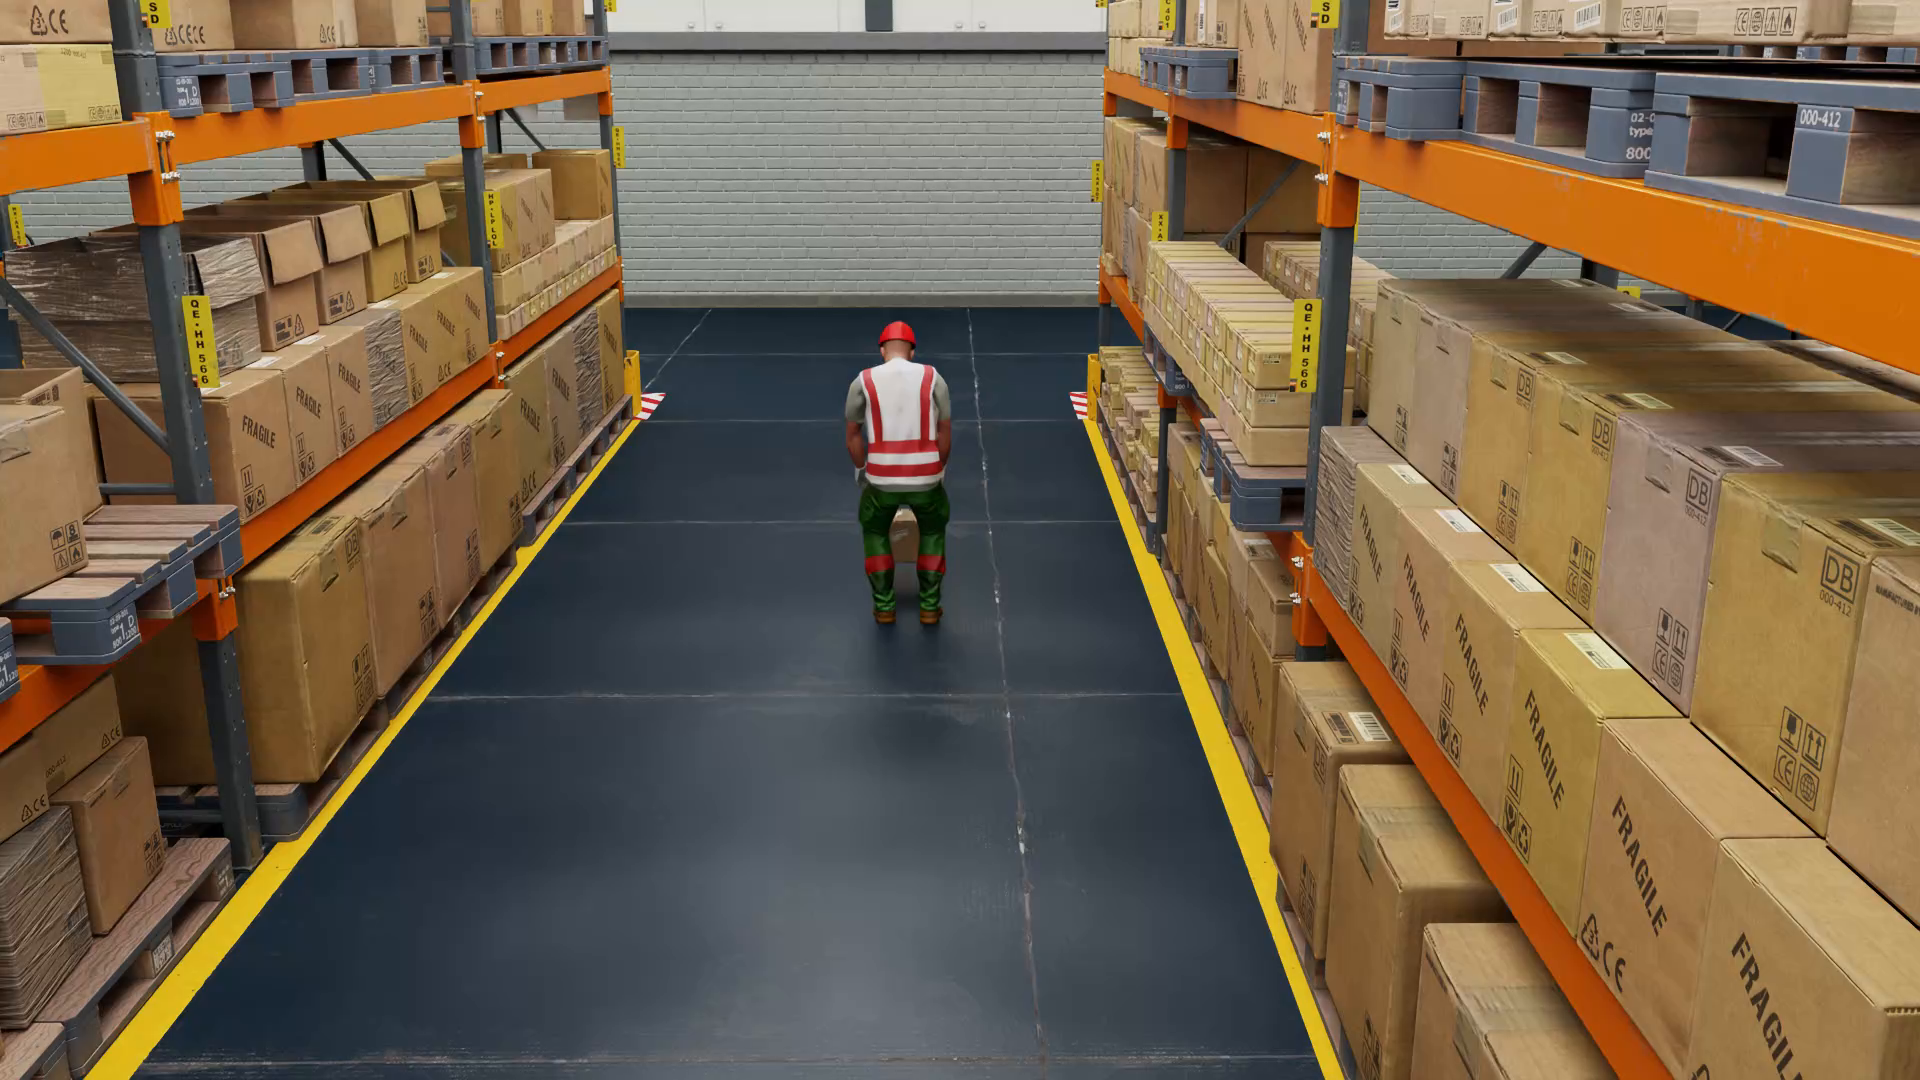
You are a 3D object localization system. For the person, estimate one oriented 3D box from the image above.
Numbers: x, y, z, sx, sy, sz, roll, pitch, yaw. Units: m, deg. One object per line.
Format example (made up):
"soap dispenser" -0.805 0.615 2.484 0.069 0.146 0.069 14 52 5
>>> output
"person" -0.332 -0.355 8.989 0.572 1.604 0.625 0 17 0
